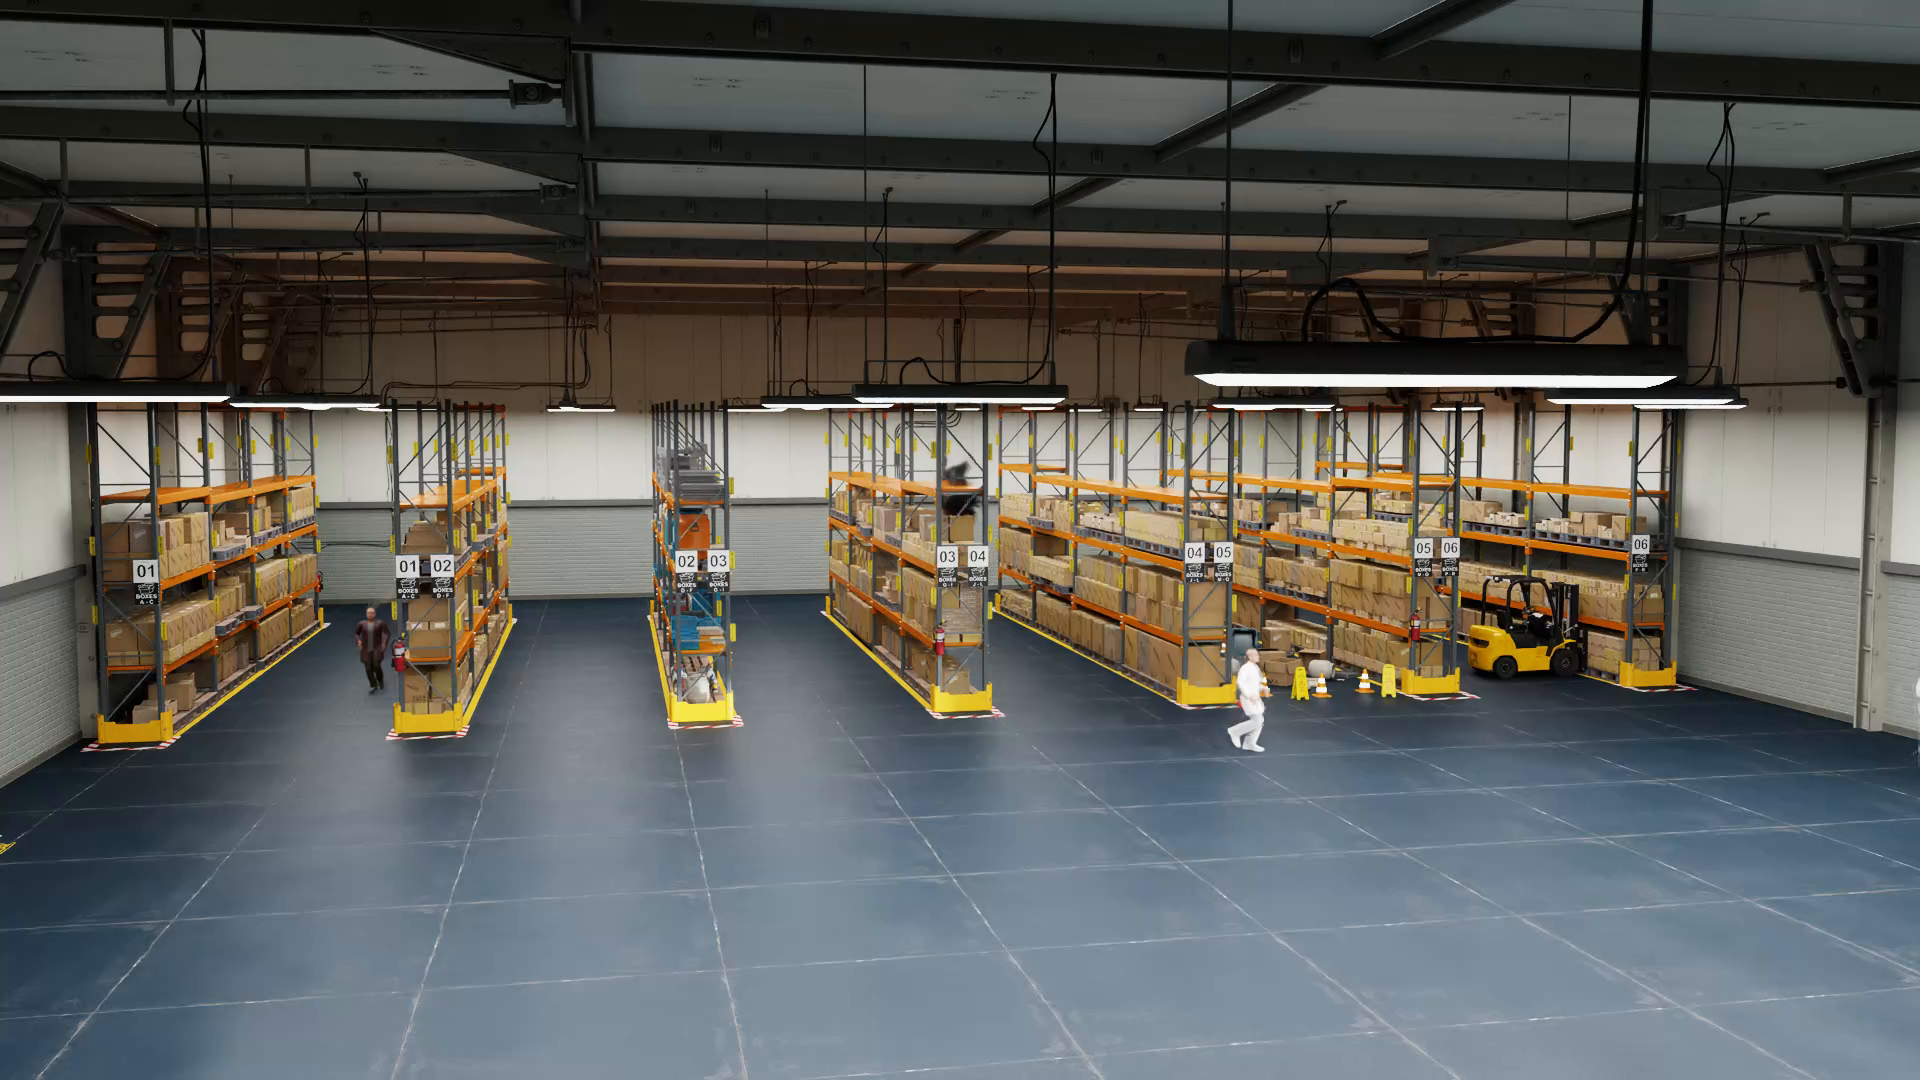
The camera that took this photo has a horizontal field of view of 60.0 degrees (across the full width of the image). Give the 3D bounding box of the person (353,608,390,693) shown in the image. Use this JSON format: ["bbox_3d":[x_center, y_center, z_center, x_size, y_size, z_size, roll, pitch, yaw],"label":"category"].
[{"bbox_3d":[-12.134,2.270,34.266,0.716,1.743,0.630,-1,4,-9],"label":"person"}]

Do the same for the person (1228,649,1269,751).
[{"bbox_3d":[4.921,2.719,28.367,0.636,1.750,0.731,2,5,24],"label":"person"}]

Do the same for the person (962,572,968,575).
[{"bbox_3d":[0.343,1.382,46.253,0.666,1.726,0.865,0,4,-5],"label":"person"}]
